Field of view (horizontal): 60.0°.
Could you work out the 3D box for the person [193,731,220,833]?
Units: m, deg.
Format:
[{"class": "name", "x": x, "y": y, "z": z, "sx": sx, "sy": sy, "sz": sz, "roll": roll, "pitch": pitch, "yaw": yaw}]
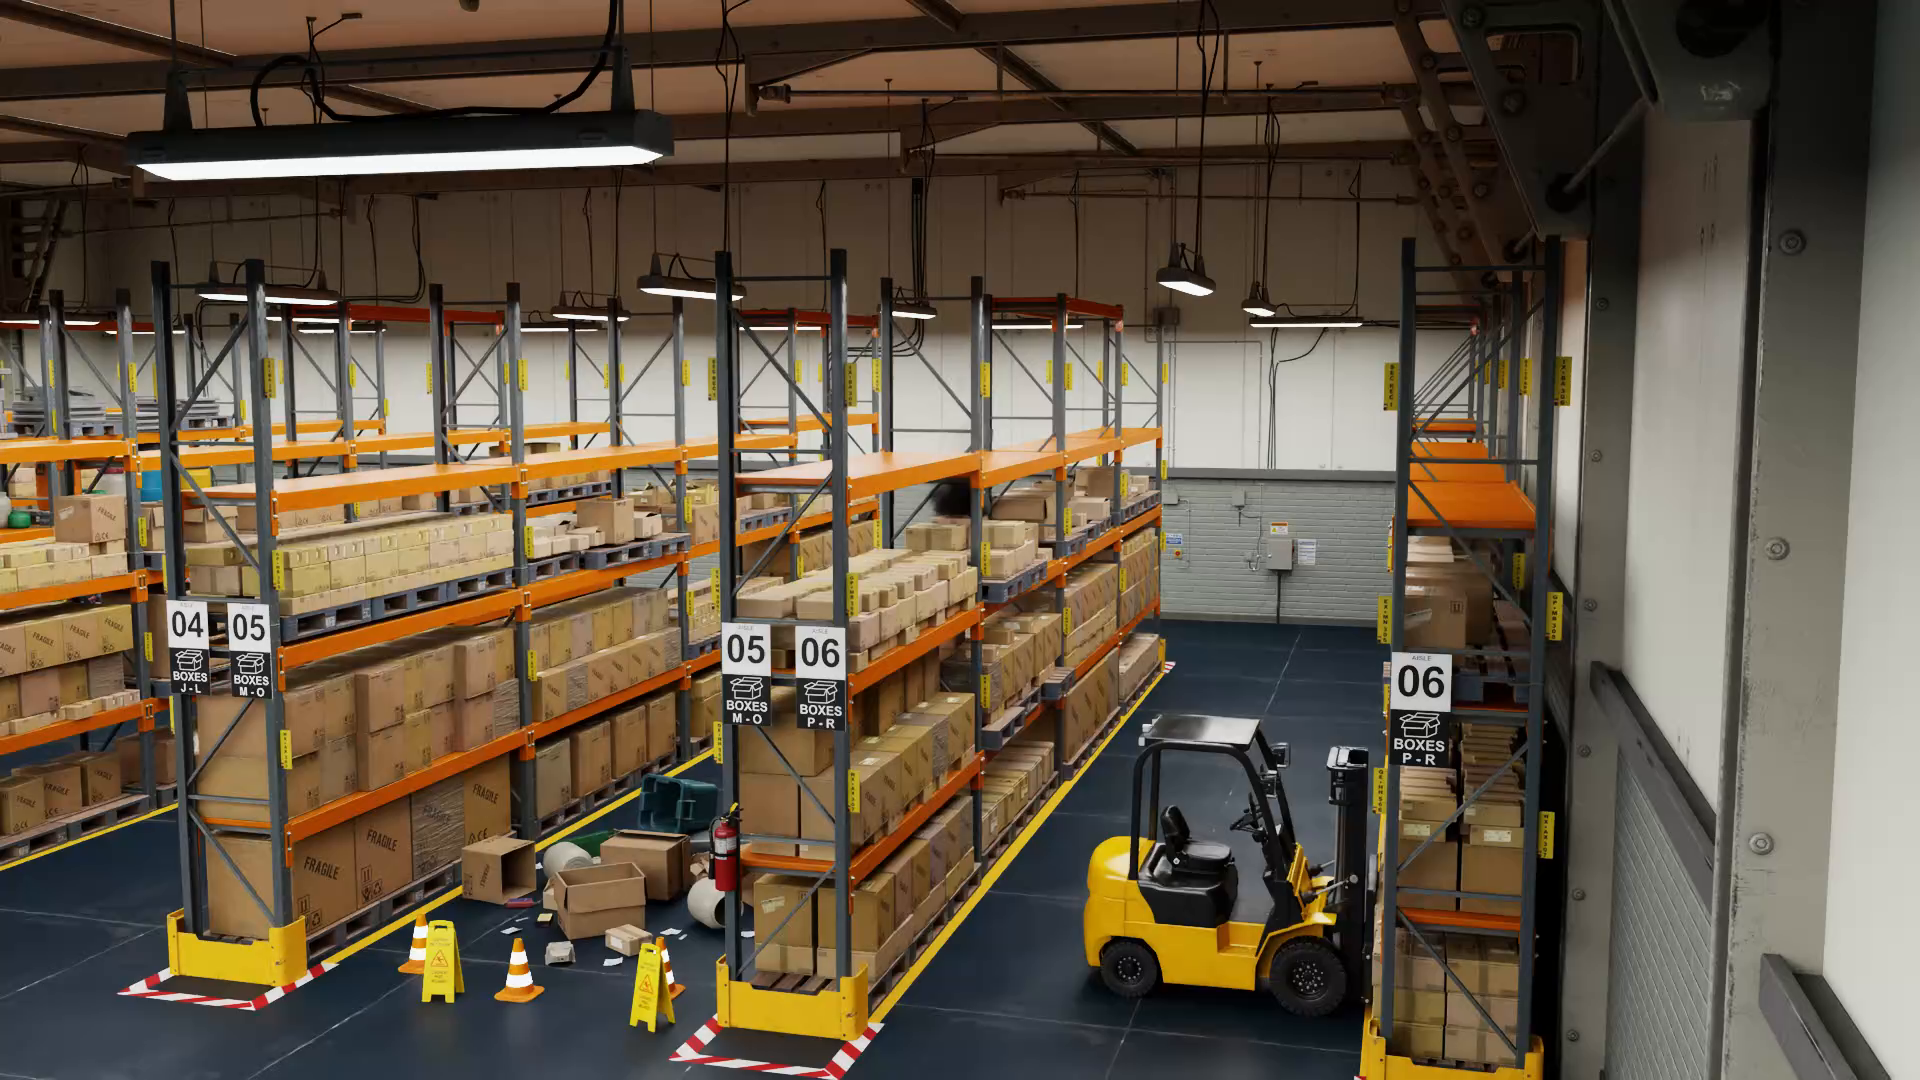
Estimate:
[{"class": "person", "x": -7.467, "y": 2.525, "z": 16.673, "sx": 0.639, "sy": 1.825, "sz": 0.734, "roll": 1, "pitch": 6, "yaw": 8}]
